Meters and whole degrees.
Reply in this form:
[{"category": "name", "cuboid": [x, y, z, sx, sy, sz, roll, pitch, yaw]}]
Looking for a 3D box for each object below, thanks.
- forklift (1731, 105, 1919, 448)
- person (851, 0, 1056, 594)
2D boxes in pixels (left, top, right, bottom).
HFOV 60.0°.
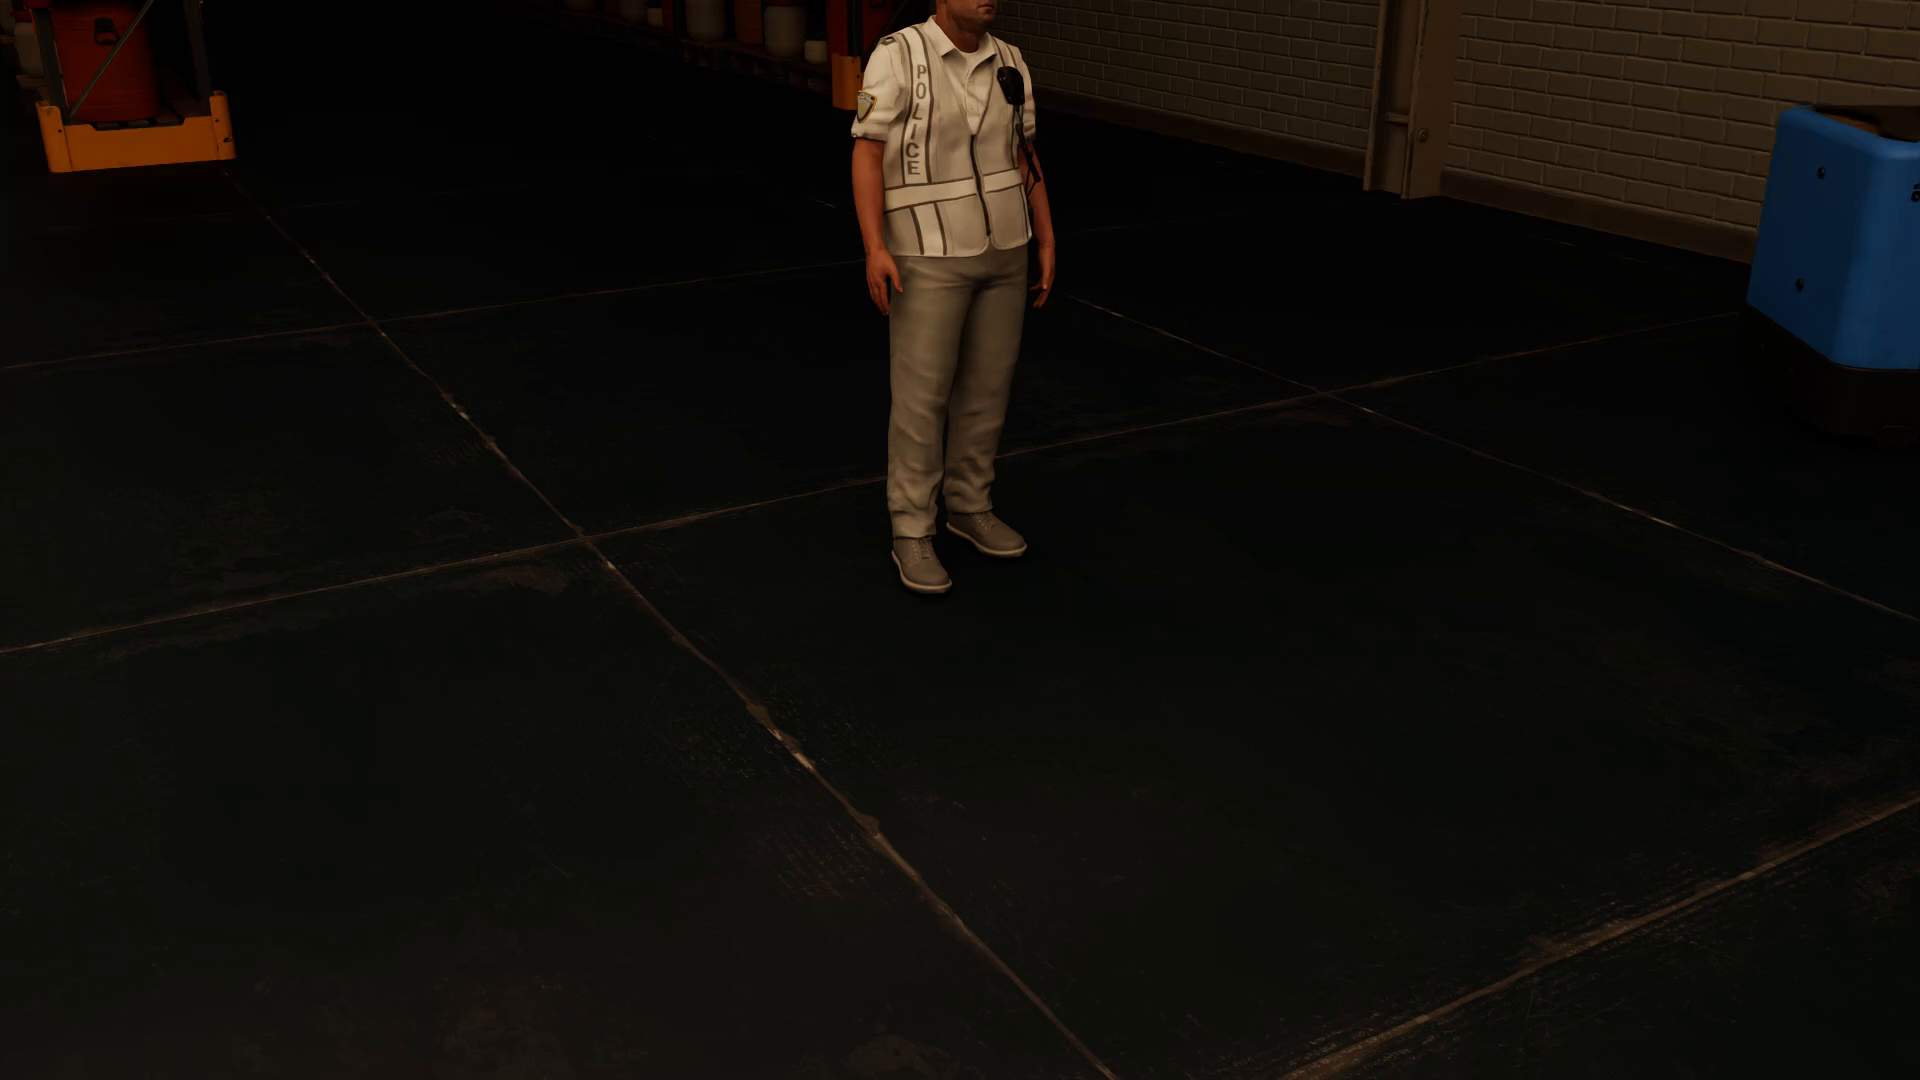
[{"category": "forklift", "cuboid": [4.591, -1.808, 5.679, 3.031, 2.935, 1.130, 2, 22, 4]}, {"category": "person", "cuboid": [0.028, -0.803, 4.726, 0.640, 1.781, 0.575, -12, 25, -28]}]
